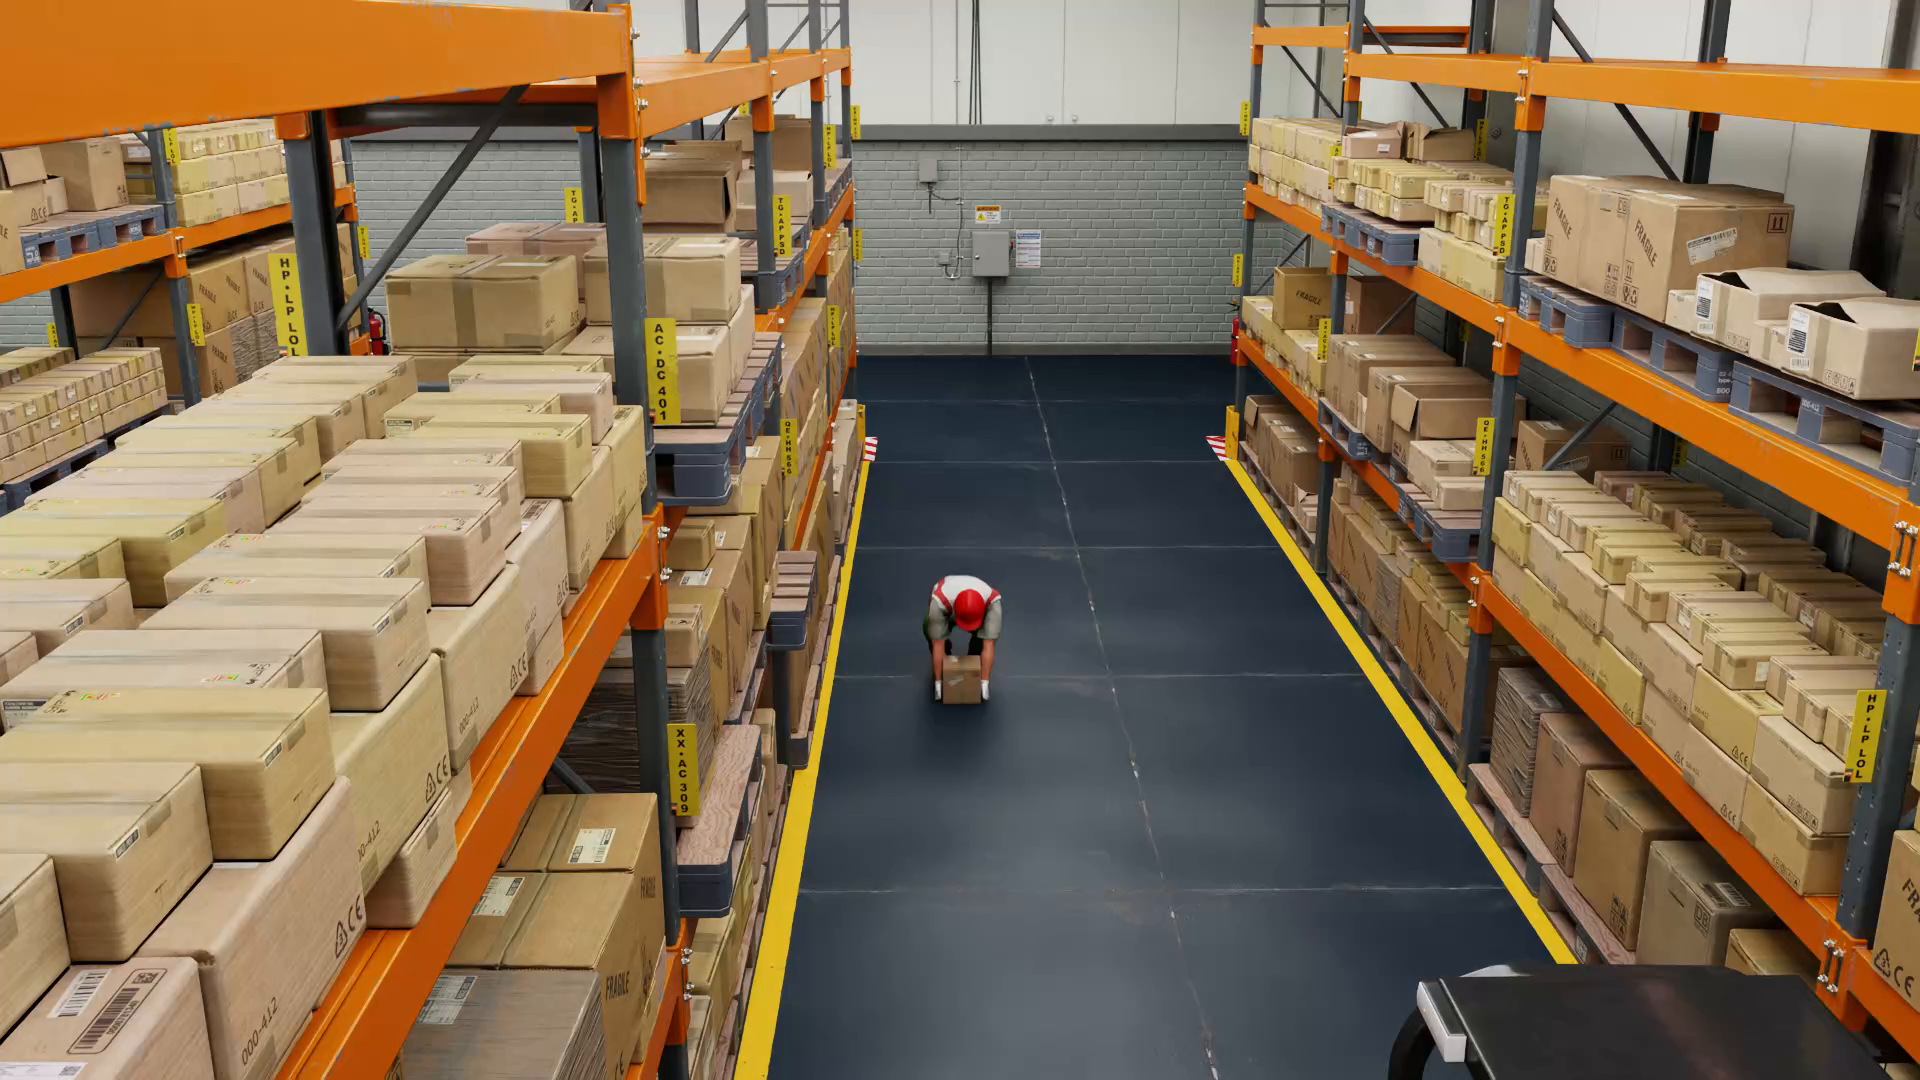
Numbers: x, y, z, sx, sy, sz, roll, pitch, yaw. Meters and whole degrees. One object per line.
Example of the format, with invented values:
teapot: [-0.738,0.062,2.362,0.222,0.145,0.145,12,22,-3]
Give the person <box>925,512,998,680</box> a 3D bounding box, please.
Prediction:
person: [0.007,0.369,11.168,0.481,1.273,0.935,-1,17,-2]
